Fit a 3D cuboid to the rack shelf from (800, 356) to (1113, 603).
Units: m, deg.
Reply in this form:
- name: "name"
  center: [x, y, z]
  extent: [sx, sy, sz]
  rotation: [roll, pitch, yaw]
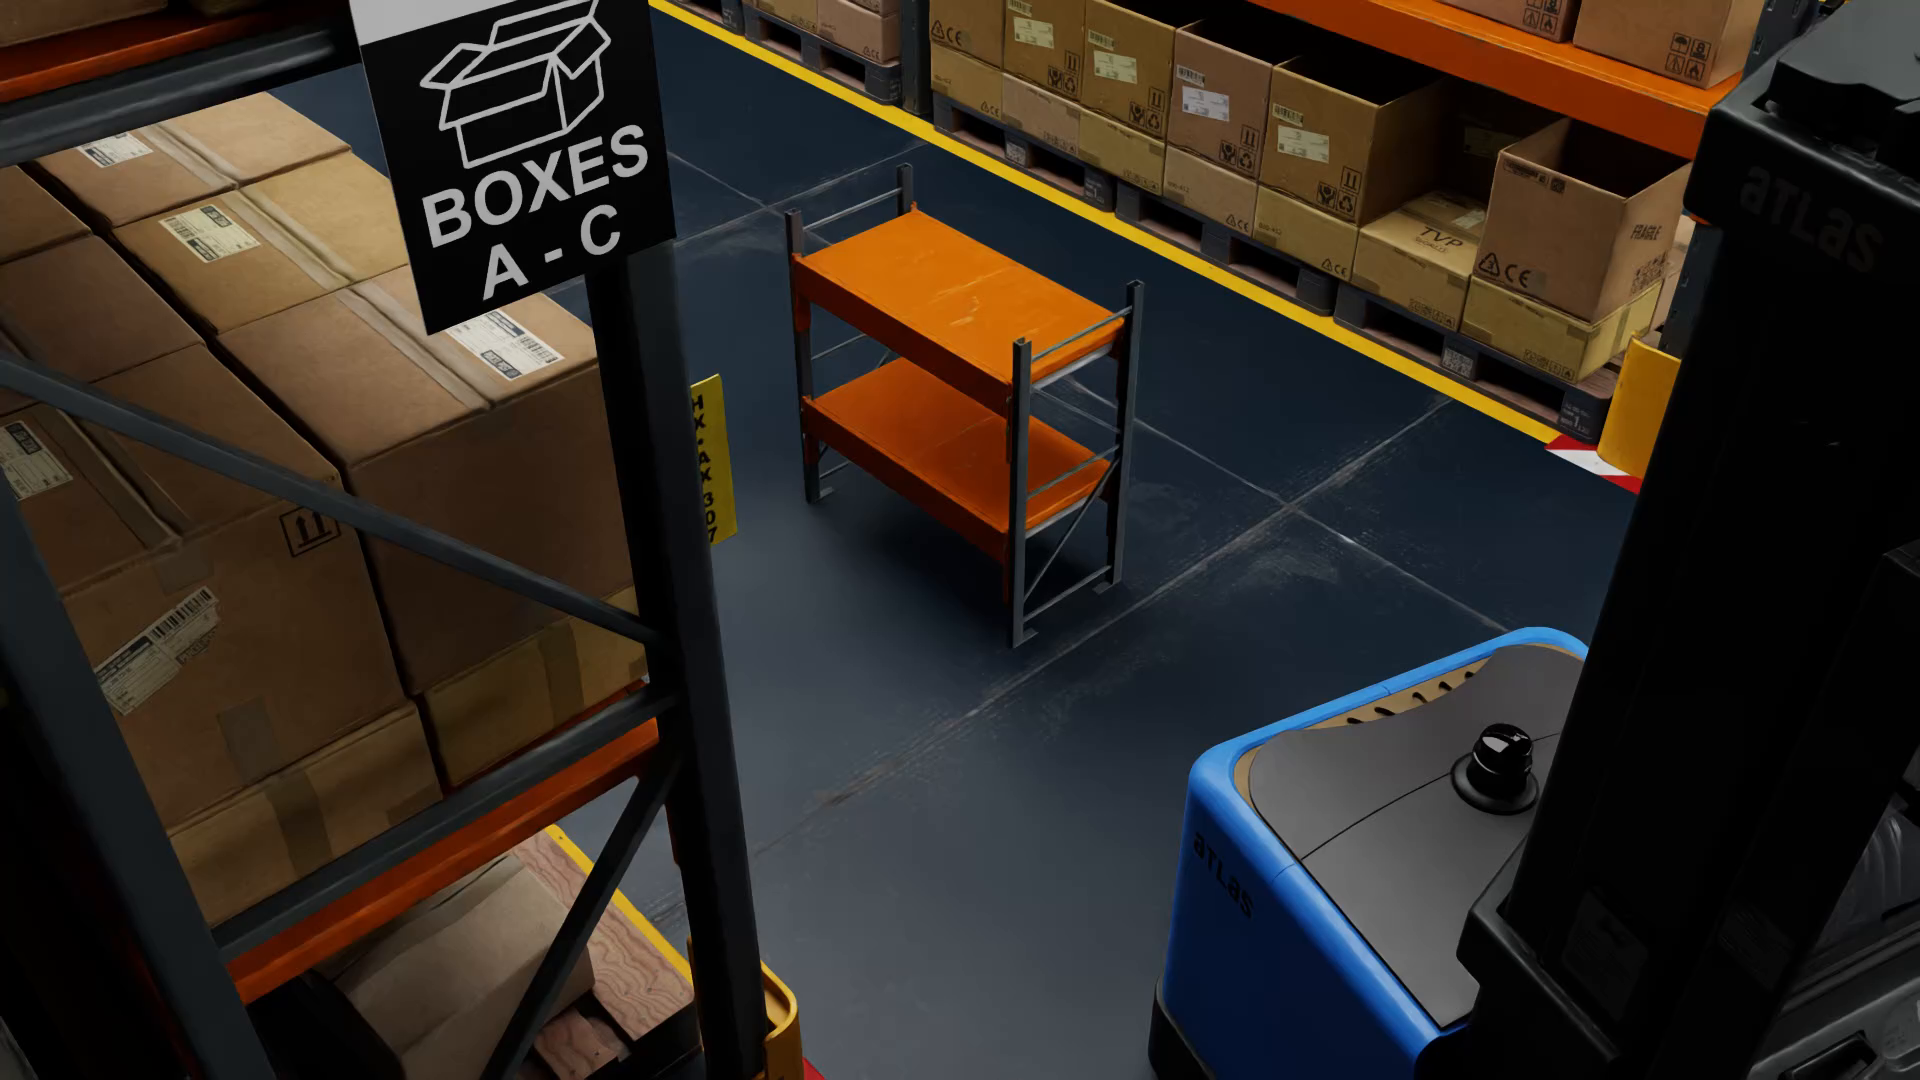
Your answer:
- name: "rack shelf"
  center: [-0.005, -0.251, 5.478]
  extent: [0.538, 0.278, 1.000]
  rotation: [-30, 48, -32]

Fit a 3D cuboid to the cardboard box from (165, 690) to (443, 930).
- name: "cardboard box"
  center: [-1.281, 0.365, 2.939]
  extent: [0.500, 0.250, 0.500]
  rotation: [-29, 47, -31]

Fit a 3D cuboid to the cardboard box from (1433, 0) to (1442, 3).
- name: "cardboard box"
  center: [1.828, -2.392, 6.169]
  extent: [0.700, 0.500, 0.500]
  rotation: [-30, 47, -31]

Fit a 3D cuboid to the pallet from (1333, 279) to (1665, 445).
- name: "pallet"
  center: [2.277, -0.910, 6.633]
  extent: [1.003, 0.211, 1.213]
  rotation: [-30, 48, -32]

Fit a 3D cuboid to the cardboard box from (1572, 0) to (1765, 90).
- name: "cardboard box"
  center: [2.518, -1.919, 5.583]
  extent: [0.700, 0.500, 0.500]
  rotation: [-30, 48, -32]

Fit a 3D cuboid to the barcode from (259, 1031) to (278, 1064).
- name: "barcode"
  center: [-1.530, 1.123, 3.679]
  extent: [0.001, 0.075, 0.075]
  rotation: [-30, 48, -32]

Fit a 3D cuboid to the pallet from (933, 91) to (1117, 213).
- name: "pallet"
  center: [0.626, -2.039, 8.031]
  extent: [1.003, 0.211, 1.213]
  rotation: [-30, 48, -32]

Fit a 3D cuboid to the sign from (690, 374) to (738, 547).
- name: "sign"
  center: [-0.422, -0.119, 2.745]
  extent: [0.100, 0.325, 0.005]
  rotation: [-30, 48, -32]

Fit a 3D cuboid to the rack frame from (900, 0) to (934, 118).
- name: "rack frame"
  center: [0.119, -3.510, 7.633]
  extent: [1.000, 3.000, 0.127]
  rotation: [-30, 48, -32]

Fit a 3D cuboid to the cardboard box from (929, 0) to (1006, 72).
- name: "cardboard box"
  center: [0.202, -2.548, 7.698]
  extent: [0.500, 0.500, 0.500]
  rotation: [-30, 48, -32]

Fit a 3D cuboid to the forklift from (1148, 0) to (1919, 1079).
- name: "forklift"
  center: [1.563, 0.832, 2.311]
  extent: [1.130, 2.935, 3.031]
  rotation: [-17, 42, -20]

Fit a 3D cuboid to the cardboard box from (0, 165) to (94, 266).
- name: "cardboard box"
  center: [-1.983, -0.395, 3.283]
  extent: [0.500, 0.500, 0.500]
  rotation: [-31, 48, -33]

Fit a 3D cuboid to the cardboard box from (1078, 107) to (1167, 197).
- name: "cardboard box"
  center: [0.878, -1.793, 7.361]
  extent: [0.500, 0.250, 0.500]
  rotation: [-30, 48, -32]

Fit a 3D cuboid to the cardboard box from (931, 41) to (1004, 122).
- name: "cardboard box"
  center: [0.210, -2.260, 7.939]
  extent: [0.500, 0.250, 0.500]
  rotation: [-30, 48, -32]

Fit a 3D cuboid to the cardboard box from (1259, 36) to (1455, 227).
- name: "cardboard box"
  center: [1.556, -1.622, 6.553]
  extent: [0.500, 0.500, 0.500]
  rotation: [-30, 48, -32]

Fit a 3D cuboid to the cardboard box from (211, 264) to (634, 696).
- name: "cardboard box"
  center: [-0.923, -0.142, 2.969]
  extent: [0.500, 0.500, 0.500]
  rotation: [-30, 48, -32]

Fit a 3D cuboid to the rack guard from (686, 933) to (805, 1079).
- name: "rack guard"
  center: [-0.873, 1.385, 3.561]
  extent: [1.175, 0.500, 0.348]
  rotation: [-30, 48, -32]

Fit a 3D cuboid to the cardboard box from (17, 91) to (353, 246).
- name: "cardboard box"
  center: [-1.595, -0.616, 3.557]
  extent: [0.500, 0.500, 0.500]
  rotation: [-32, 49, -33]

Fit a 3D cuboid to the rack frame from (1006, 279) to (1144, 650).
- name: "rack frame"
  center: [0.339, -0.205, 5.033]
  extent: [0.500, 1.125, 0.032]
  rotation: [-30, 48, -32]

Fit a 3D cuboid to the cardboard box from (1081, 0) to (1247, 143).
- name: "cardboard box"
  center: [0.879, -2.085, 7.126]
  extent: [0.500, 0.500, 0.500]
  rotation: [-30, 48, -32]

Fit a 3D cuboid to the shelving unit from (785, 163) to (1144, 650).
- name: "shelving unit"
  center: [-0.005, -0.441, 5.325]
  extent: [0.538, 1.125, 1.048]
  rotation: [-30, 48, -32]

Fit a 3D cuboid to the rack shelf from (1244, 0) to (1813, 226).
- name: "rack shelf"
  center: [1.472, -2.304, 6.713]
  extent: [1.077, 0.370, 4.000]
  rotation: [-30, 48, -32]

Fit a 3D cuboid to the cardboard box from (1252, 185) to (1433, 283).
- name: "cardboard box"
  center: [1.558, -1.332, 6.790]
  extent: [0.500, 0.250, 0.500]
  rotation: [-30, 48, -32]

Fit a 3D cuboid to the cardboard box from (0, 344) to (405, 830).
- name: "cardboard box"
  center: [-1.297, 0.079, 2.695]
  extent: [0.500, 0.500, 0.500]
  rotation: [-31, 48, -32]

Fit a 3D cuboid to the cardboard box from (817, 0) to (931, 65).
- name: "cardboard box"
  center: [-0.375, -2.672, 8.450]
  extent: [0.500, 0.250, 0.500]
  rotation: [-30, 48, -32]

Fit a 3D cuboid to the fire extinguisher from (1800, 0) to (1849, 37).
- name: "fire extinguisher"
  center: [2.562, -1.376, 5.053]
  extent: [0.296, 0.674, 0.183]
  rotation: [-30, 48, -32]

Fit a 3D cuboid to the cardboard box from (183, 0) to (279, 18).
- name: "cardboard box"
  center: [-0.864, -1.026, 2.075]
  extent: [0.500, 0.500, 0.500]
  rotation: [-29, 47, -31]

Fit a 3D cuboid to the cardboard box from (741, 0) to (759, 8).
- name: "cardboard box"
  center: [-1.062, -3.144, 9.033]
  extent: [0.500, 0.250, 0.500]
  rotation: [-29, 47, -31]

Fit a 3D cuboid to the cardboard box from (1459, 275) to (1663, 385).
- name: "cardboard box"
  center: [2.244, -0.875, 6.224]
  extent: [0.500, 0.250, 0.500]
  rotation: [-30, 48, -32]

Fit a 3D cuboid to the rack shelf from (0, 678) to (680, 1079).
- name: "rack shelf"
  center: [-2.174, -0.198, 4.104]
  extent: [1.077, 0.370, 4.000]
  rotation: [-30, 48, -32]

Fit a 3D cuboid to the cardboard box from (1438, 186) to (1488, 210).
- name: "cardboard box"
  center: [2.285, -1.325, 6.781]
  extent: [0.500, 0.250, 0.500]
  rotation: [-30, 48, -32]

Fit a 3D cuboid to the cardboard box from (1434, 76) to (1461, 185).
- name: "cardboard box"
  center: [1.939, -1.843, 6.826]
  extent: [0.500, 0.500, 0.500]
  rotation: [-30, 48, -32]

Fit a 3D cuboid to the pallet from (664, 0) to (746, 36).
- name: "pallet"
  center: [-1.237, -3.314, 9.610]
  extent: [1.003, 0.211, 1.213]
  rotation: [-30, 48, -32]
